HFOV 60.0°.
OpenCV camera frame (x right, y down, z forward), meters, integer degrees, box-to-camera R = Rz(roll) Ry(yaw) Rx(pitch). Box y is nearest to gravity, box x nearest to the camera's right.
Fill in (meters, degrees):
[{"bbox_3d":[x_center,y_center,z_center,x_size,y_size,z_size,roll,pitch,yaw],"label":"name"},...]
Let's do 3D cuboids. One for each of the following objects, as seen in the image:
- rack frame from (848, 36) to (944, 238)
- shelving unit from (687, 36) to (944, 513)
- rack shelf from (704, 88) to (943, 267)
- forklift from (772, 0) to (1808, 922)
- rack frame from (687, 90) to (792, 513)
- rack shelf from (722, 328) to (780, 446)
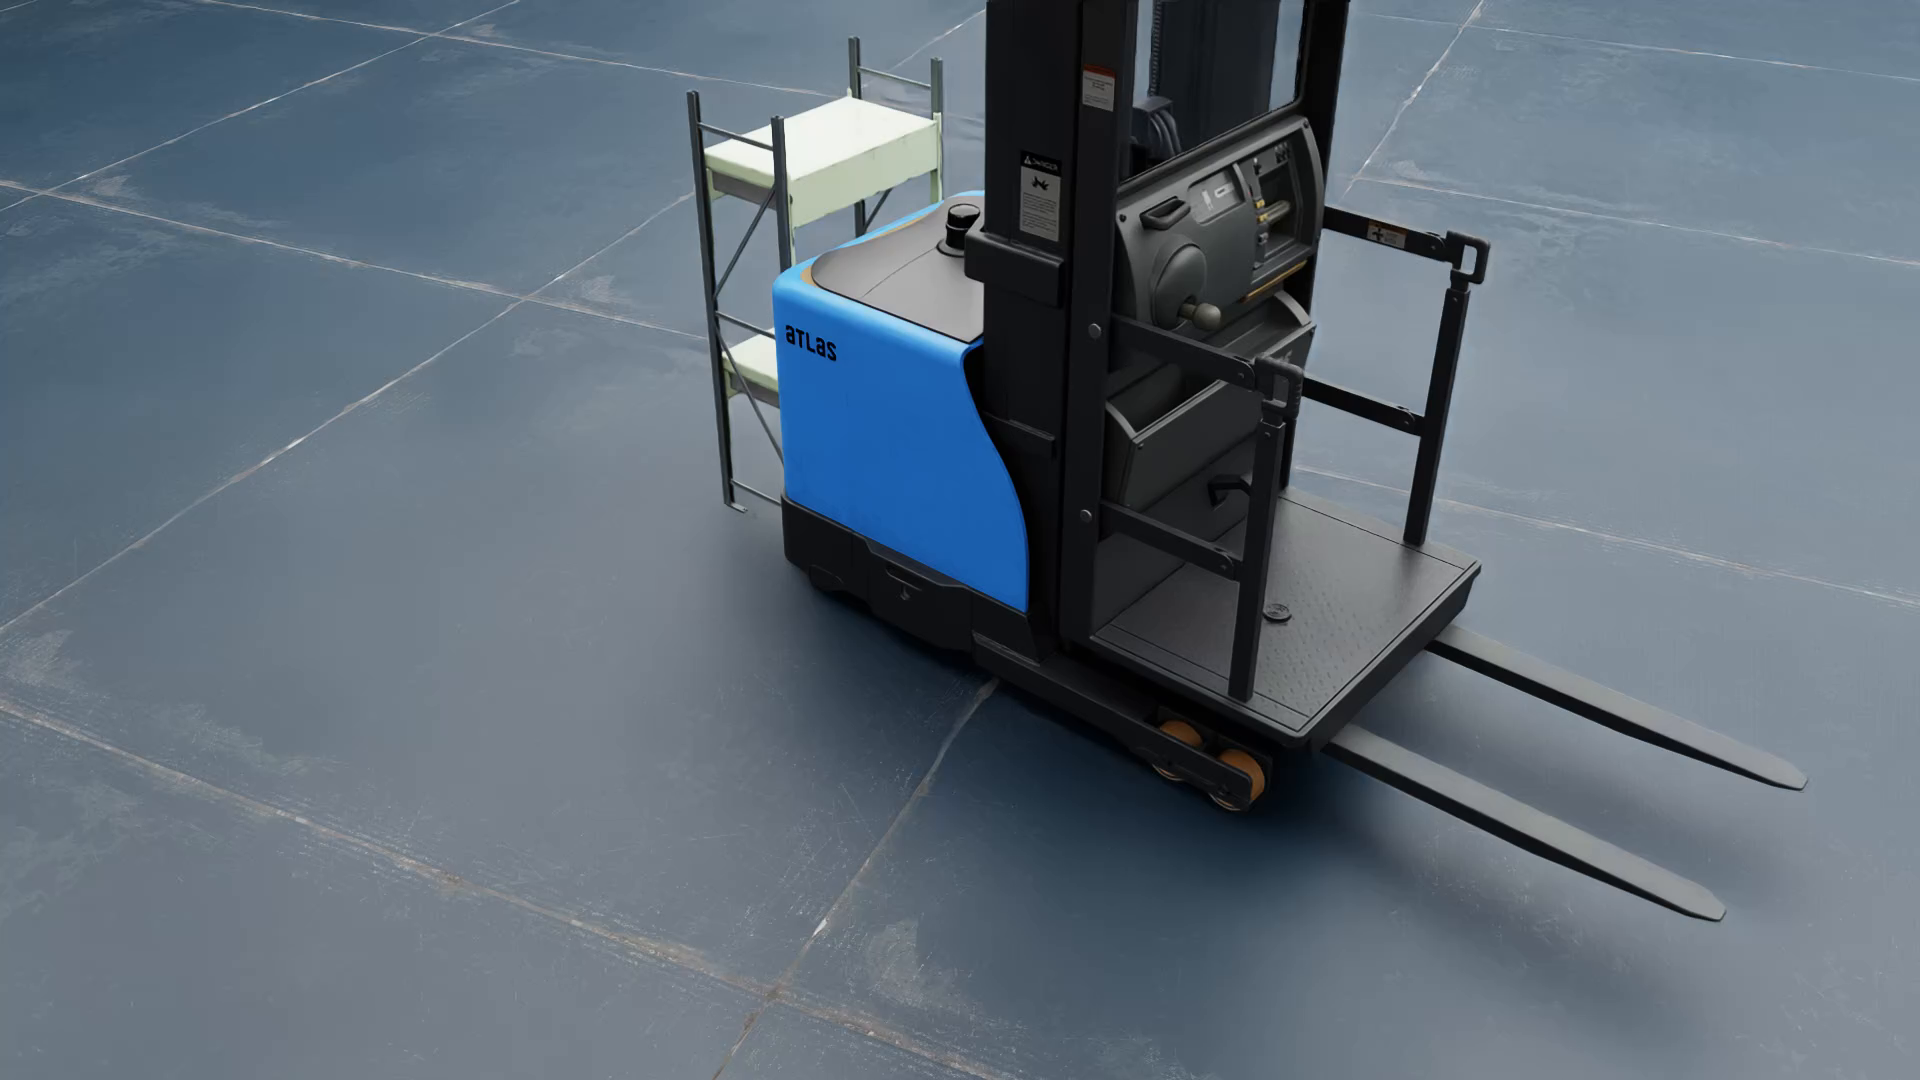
[{"bbox_3d":[-0.216,-0.999,5.906,0.400,1.500,0.023,24,40,32],"label":"rack frame"},{"bbox_3d":[-0.449,-0.845,5.671,0.431,1.500,0.755,24,40,32],"label":"shelving unit"},{"bbox_3d":[-0.449,-1.171,5.457,0.431,0.370,0.720,24,40,32],"label":"rack shelf"},{"bbox_3d":[0.866,-0.806,4.306,3.031,2.935,1.130,25,41,33],"label":"forklift"},{"bbox_3d":[-0.682,-0.690,5.435,0.400,1.500,0.023,24,40,32],"label":"rack frame"},{"bbox_3d":[-0.449,-0.572,5.849,0.431,0.370,0.720,24,40,32],"label":"rack shelf"}]
